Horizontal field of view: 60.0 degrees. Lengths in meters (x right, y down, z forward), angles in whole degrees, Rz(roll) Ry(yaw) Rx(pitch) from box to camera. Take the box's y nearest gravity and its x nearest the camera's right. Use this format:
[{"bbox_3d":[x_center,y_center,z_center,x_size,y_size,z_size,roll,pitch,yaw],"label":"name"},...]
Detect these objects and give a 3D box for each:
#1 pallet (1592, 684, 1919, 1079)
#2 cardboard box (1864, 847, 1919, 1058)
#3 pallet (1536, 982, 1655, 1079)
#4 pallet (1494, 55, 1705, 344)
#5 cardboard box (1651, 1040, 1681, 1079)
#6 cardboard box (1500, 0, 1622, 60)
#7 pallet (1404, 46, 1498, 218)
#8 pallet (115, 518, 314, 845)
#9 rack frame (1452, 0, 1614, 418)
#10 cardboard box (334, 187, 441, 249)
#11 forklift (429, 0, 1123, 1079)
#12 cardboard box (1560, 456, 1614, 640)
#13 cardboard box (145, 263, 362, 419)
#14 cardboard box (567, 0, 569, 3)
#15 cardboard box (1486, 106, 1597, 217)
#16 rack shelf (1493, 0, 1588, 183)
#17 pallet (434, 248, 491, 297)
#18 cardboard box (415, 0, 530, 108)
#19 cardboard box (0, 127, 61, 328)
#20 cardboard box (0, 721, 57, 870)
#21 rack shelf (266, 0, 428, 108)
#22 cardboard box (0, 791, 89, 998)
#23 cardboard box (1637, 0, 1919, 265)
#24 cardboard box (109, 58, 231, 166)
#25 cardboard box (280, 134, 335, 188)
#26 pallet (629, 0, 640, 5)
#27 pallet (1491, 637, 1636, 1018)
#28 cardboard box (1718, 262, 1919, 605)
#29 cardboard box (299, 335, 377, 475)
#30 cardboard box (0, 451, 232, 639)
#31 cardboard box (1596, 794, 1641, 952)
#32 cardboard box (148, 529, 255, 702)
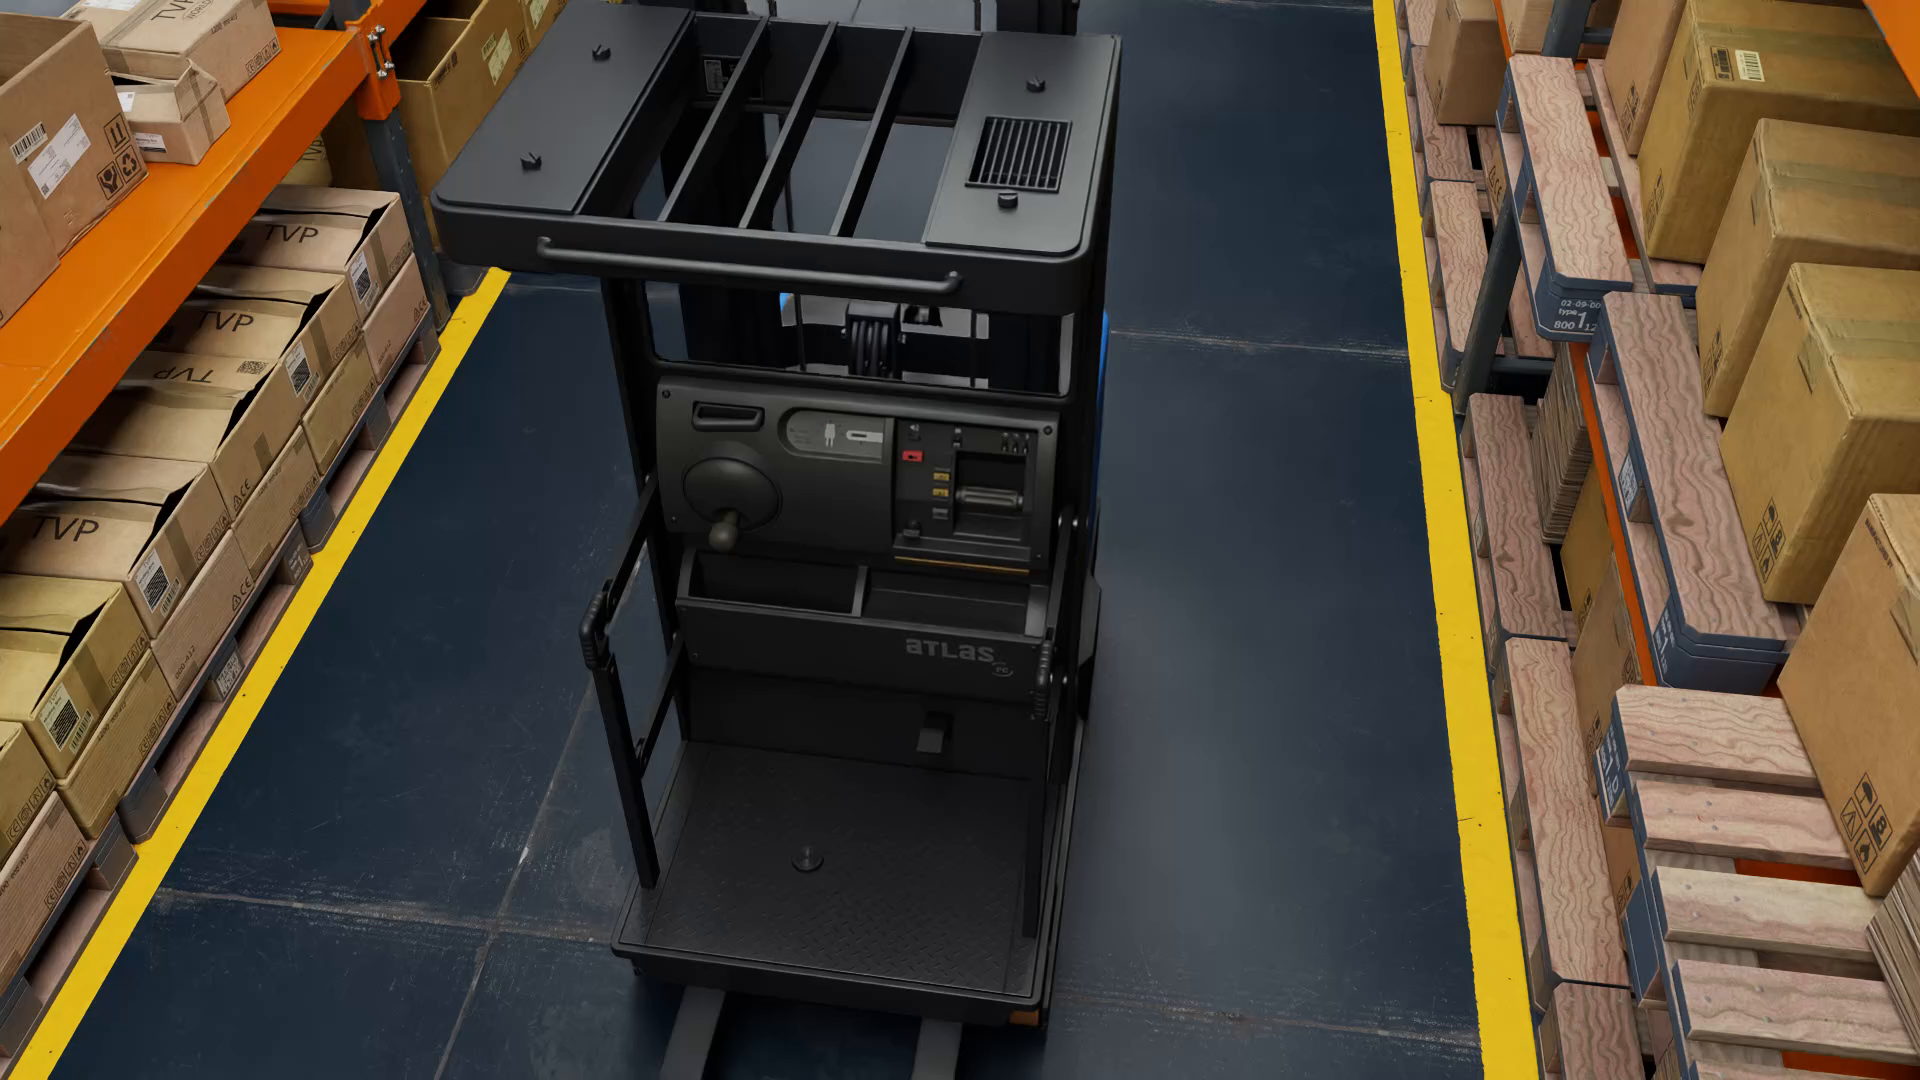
[{"bbox_3d":[1.819,0.751,2.915,1.213,0.211,1.003,5,44,6],"label":"pallet"},{"bbox_3d":[1.882,0.660,2.479,0.700,0.500,0.500,1,43,1],"label":"cardboard box"},{"bbox_3d":[1.935,1.657,3.847,1.003,0.211,1.213,5,44,6],"label":"pallet"},{"bbox_3d":[2.114,-0.972,4.734,1.003,0.211,1.213,5,44,6],"label":"pallet"},{"bbox_3d":[1.873,1.429,3.557,0.700,0.500,0.500,6,44,6],"label":"cardboard box"},{"bbox_3d":[2.121,-1.852,5.619,0.500,0.250,0.500,5,44,6],"label":"cardboard box"},{"bbox_3d":[2.571,-1.831,7.531,1.003,0.211,1.213,5,44,6],"label":"pallet"},{"bbox_3d":[-2.770,0.355,5.221,1.003,0.211,1.213,5,44,6],"label":"pallet"},{"bbox_3d":[2.359,-1.549,5.205,1.000,3.000,0.127,5,44,6],"label":"rack frame"},{"bbox_3d":[-2.190,-1.440,6.783,0.500,0.250,0.500,5,44,6],"label":"cardboard box"},{"bbox_3d":[-0.272,-0.053,3.675,1.130,2.935,3.031,6,44,6],"label":"forklift"},{"bbox_3d":[2.259,0.059,5.005,0.700,0.500,0.500,4,44,5],"label":"cardboard box"},{"bbox_3d":[-2.384,-0.697,5.591,0.500,0.311,0.500,6,44,7],"label":"cardboard box"},{"bbox_3d":[-1.984,-2.733,7.604,0.500,0.500,0.500,5,44,6],"label":"cardboard box"},{"bbox_3d":[2.456,-1.512,6.664,0.500,0.500,0.500,2,43,2],"label":"cardboard box"},{"bbox_3d":[2.623,-2.651,6.891,1.077,0.370,4.000,5,44,6],"label":"rack shelf"},{"bbox_3d":[-2.405,-1.523,7.204,1.003,0.211,1.213,5,44,6],"label":"pallet"},{"bbox_3d":[-2.122,-2.052,6.885,0.500,0.500,0.500,5,44,6],"label":"cardboard box"},{"bbox_3d":[-2.806,-0.811,4.352,0.500,0.500,0.500,5,44,6],"label":"cardboard box"},{"bbox_3d":[-2.659,0.682,4.134,0.500,0.311,0.500,4,44,4],"label":"cardboard box"},{"bbox_3d":[-2.288,-3.099,7.364,1.077,0.370,4.000,5,44,6],"label":"rack shelf"},{"bbox_3d":[-2.655,0.902,4.310,0.500,0.250,0.500,4,44,4],"label":"cardboard box"},{"bbox_3d":[2.177,-1.021,4.254,0.700,0.500,0.500,9,44,10],"label":"cardboard box"},{"bbox_3d":[-2.486,-1.332,5.073,0.396,0.266,0.258,4,44,4],"label":"cardboard box"},{"bbox_3d":[-2.707,-1.487,6.833,0.500,0.250,0.500,5,44,6],"label":"cardboard box"},{"bbox_3d":[-2.083,-3.186,8.961,1.003,0.211,1.213,5,44,6],"label":"pallet"},{"bbox_3d":[2.098,0.828,4.722,1.003,0.211,1.213,5,44,6],"label":"pallet"},{"bbox_3d":[2.025,-0.192,3.378,0.700,0.500,0.500,5,44,6],"label":"cardboard box"},{"bbox_3d":[-2.388,-0.497,5.788,0.500,0.250,0.500,5,44,5],"label":"cardboard box"},{"bbox_3d":[-2.522,-0.015,4.871,0.500,0.311,0.500,5,44,5],"label":"cardboard box"},{"bbox_3d":[2.094,0.748,4.277,0.700,0.500,0.500,5,44,5],"label":"cardboard box"},{"bbox_3d":[-2.524,0.198,5.054,0.500,0.250,0.500,6,44,6],"label":"cardboard box"}]
